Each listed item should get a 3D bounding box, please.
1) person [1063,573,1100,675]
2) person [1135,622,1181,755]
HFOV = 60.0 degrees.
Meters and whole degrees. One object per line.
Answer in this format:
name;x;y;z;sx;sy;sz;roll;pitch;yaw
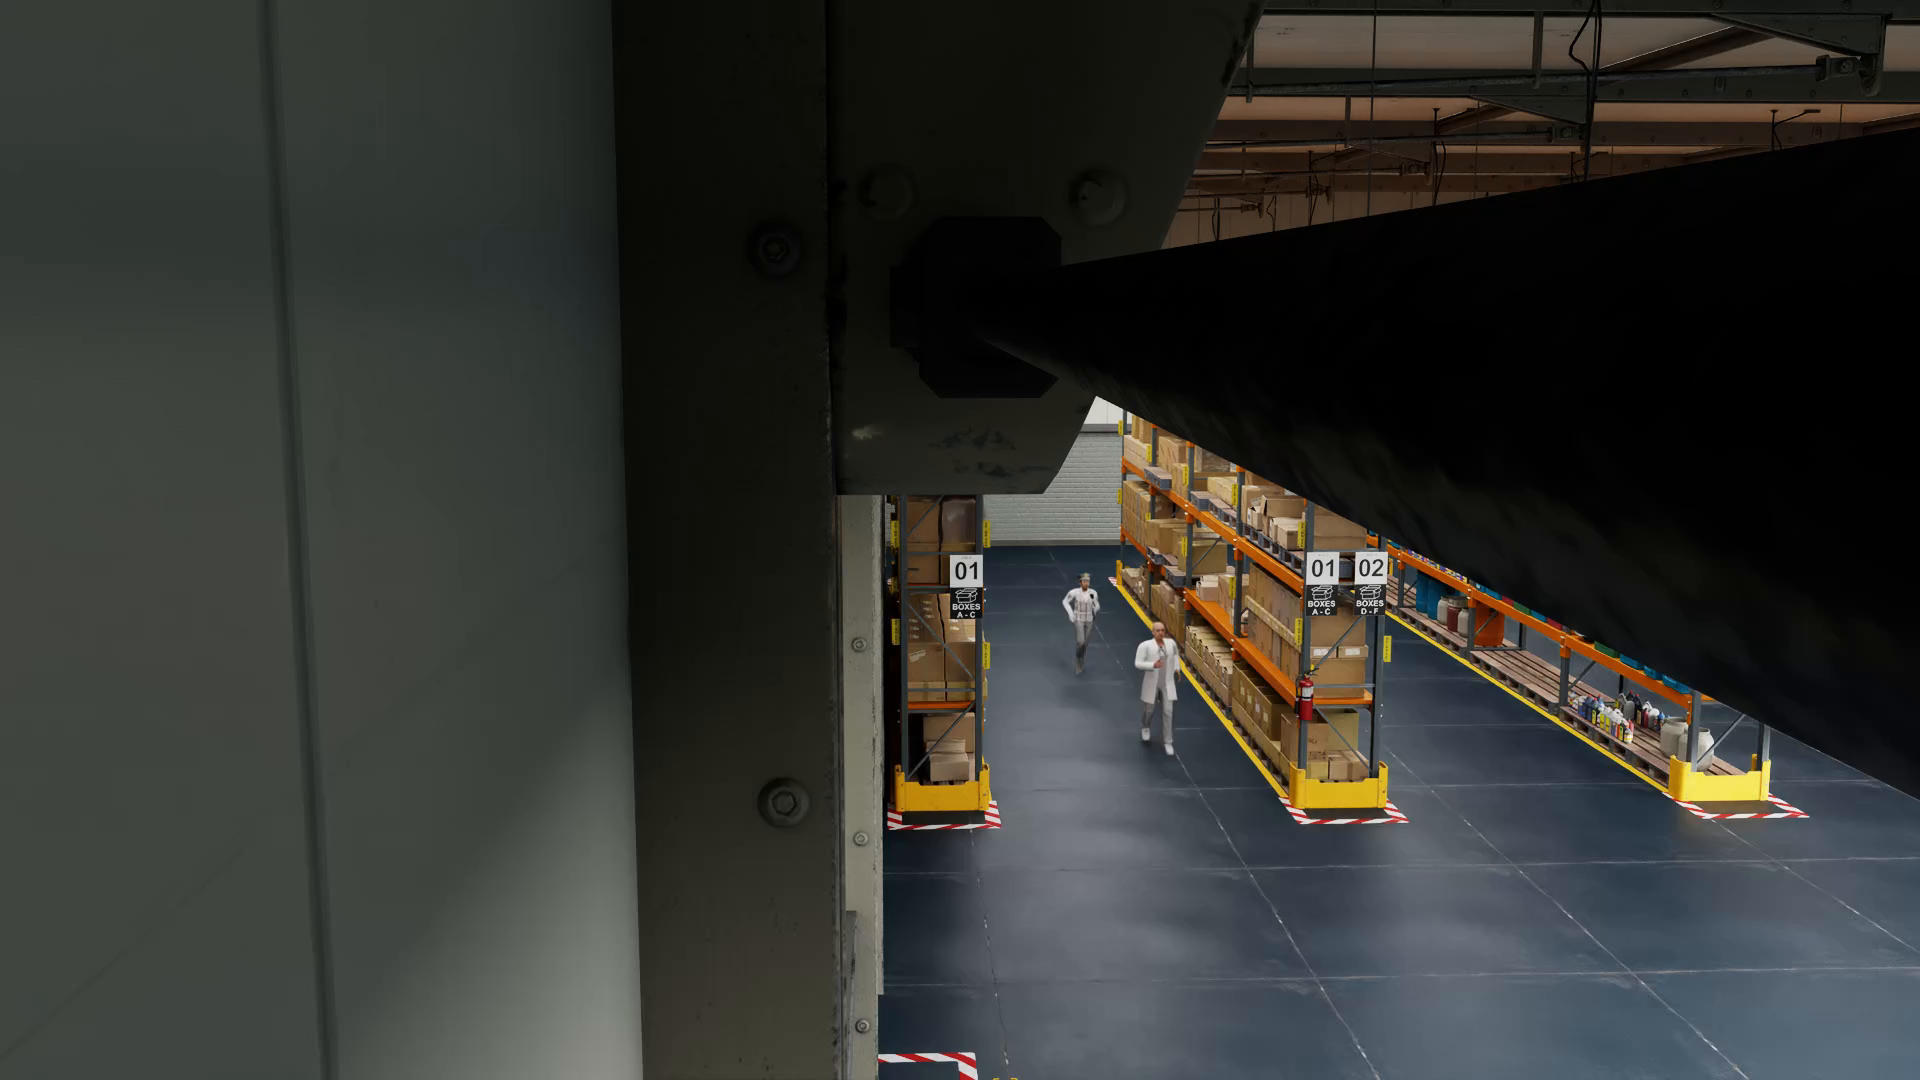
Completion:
person;2.072;1.397;27.933;0.586;1.727;0.708;-2;9;-16
person;2.764;2.016;23.179;0.701;1.767;1.064;-1;8;-8
